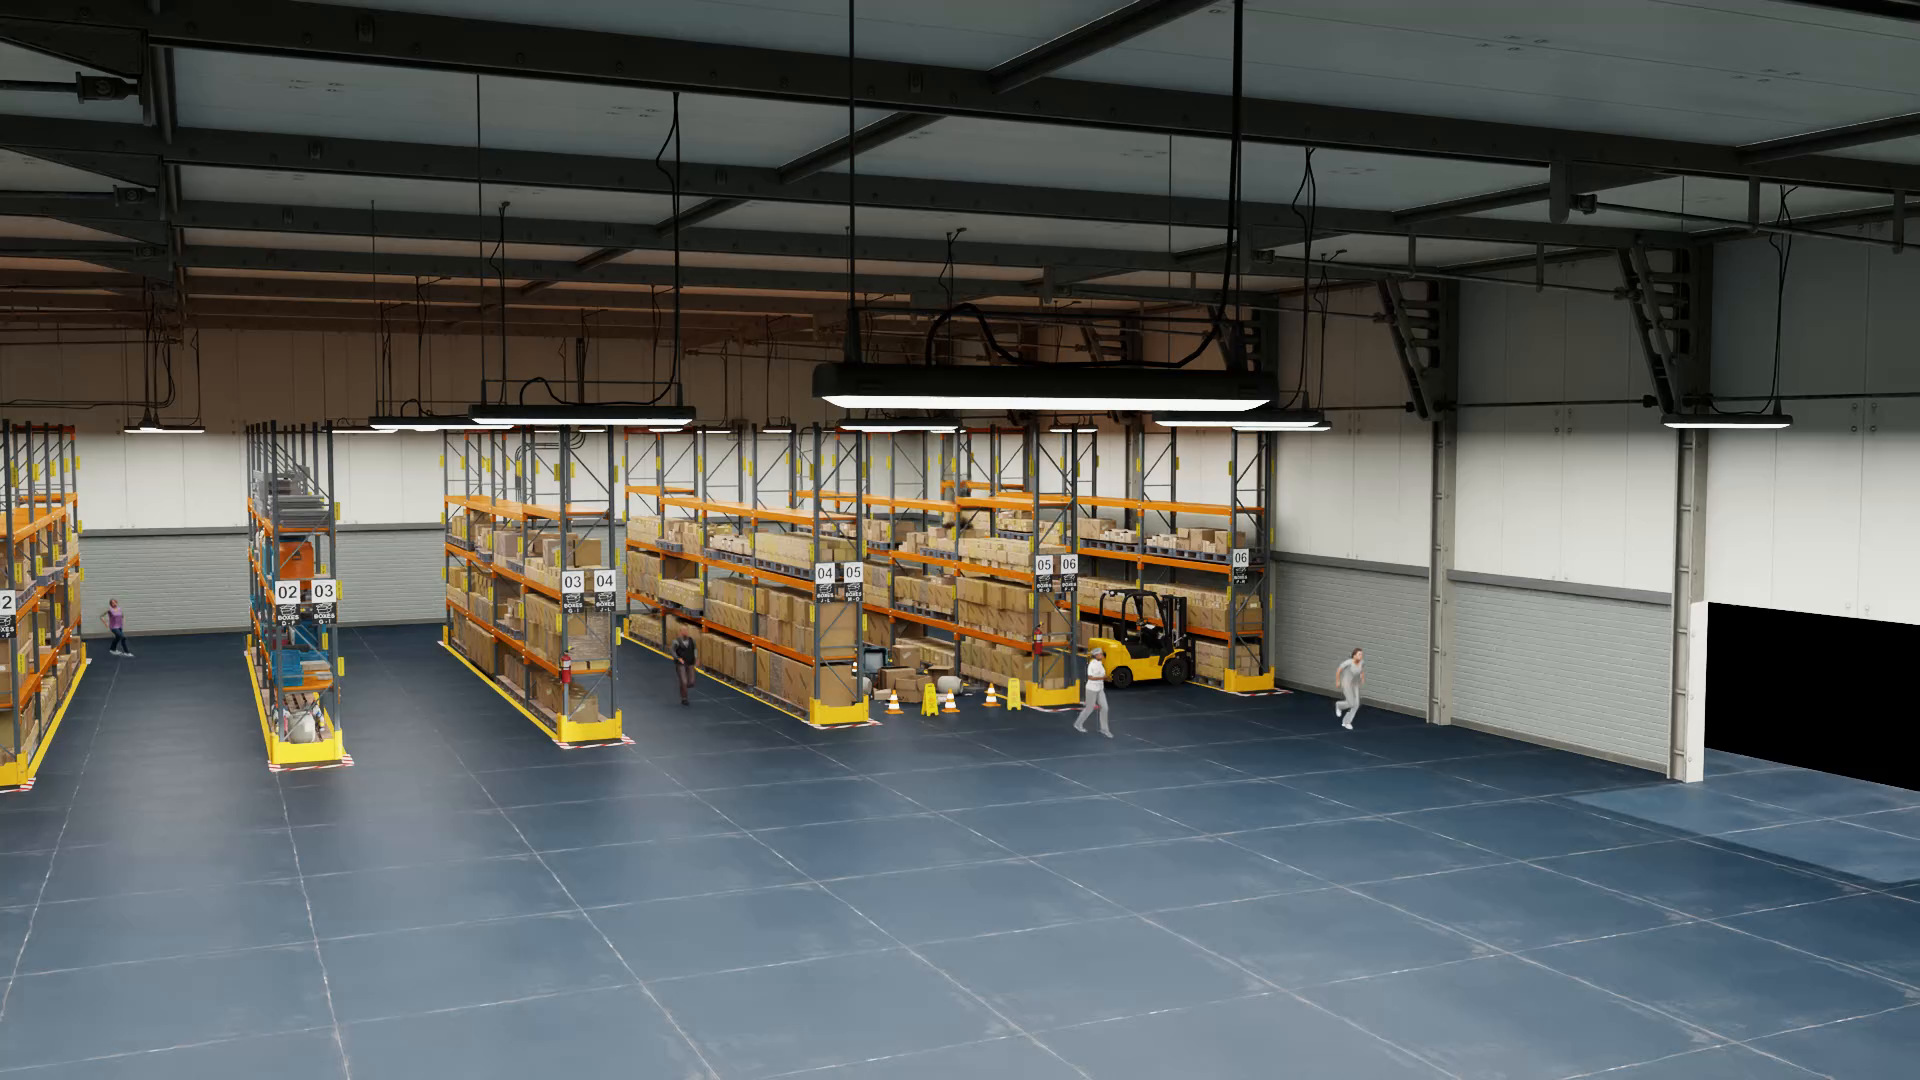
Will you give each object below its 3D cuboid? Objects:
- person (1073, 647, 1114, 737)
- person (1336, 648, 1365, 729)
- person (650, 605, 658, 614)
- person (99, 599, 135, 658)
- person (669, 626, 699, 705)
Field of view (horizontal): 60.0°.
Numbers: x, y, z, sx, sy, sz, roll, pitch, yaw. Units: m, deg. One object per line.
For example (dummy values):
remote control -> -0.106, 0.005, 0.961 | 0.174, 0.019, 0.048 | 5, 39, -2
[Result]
person -> 2.534, 2.899, 31.722 | 0.816, 1.747, 0.555 | 2, 4, 28
person -> 7.657, 2.902, 32.680 | 0.555, 1.601, 0.708 | -2, 4, -29
person -> -8.884, 1.804, 49.166 | 0.908, 1.714, 0.805 | 1, 4, 10
person -> -21.783, 2.278, 42.887 | 0.770, 1.576, 0.664 | 1, 4, 19
person -> -5.894, 2.672, 35.551 | 0.661, 1.680, 0.585 | -2, 4, -31
